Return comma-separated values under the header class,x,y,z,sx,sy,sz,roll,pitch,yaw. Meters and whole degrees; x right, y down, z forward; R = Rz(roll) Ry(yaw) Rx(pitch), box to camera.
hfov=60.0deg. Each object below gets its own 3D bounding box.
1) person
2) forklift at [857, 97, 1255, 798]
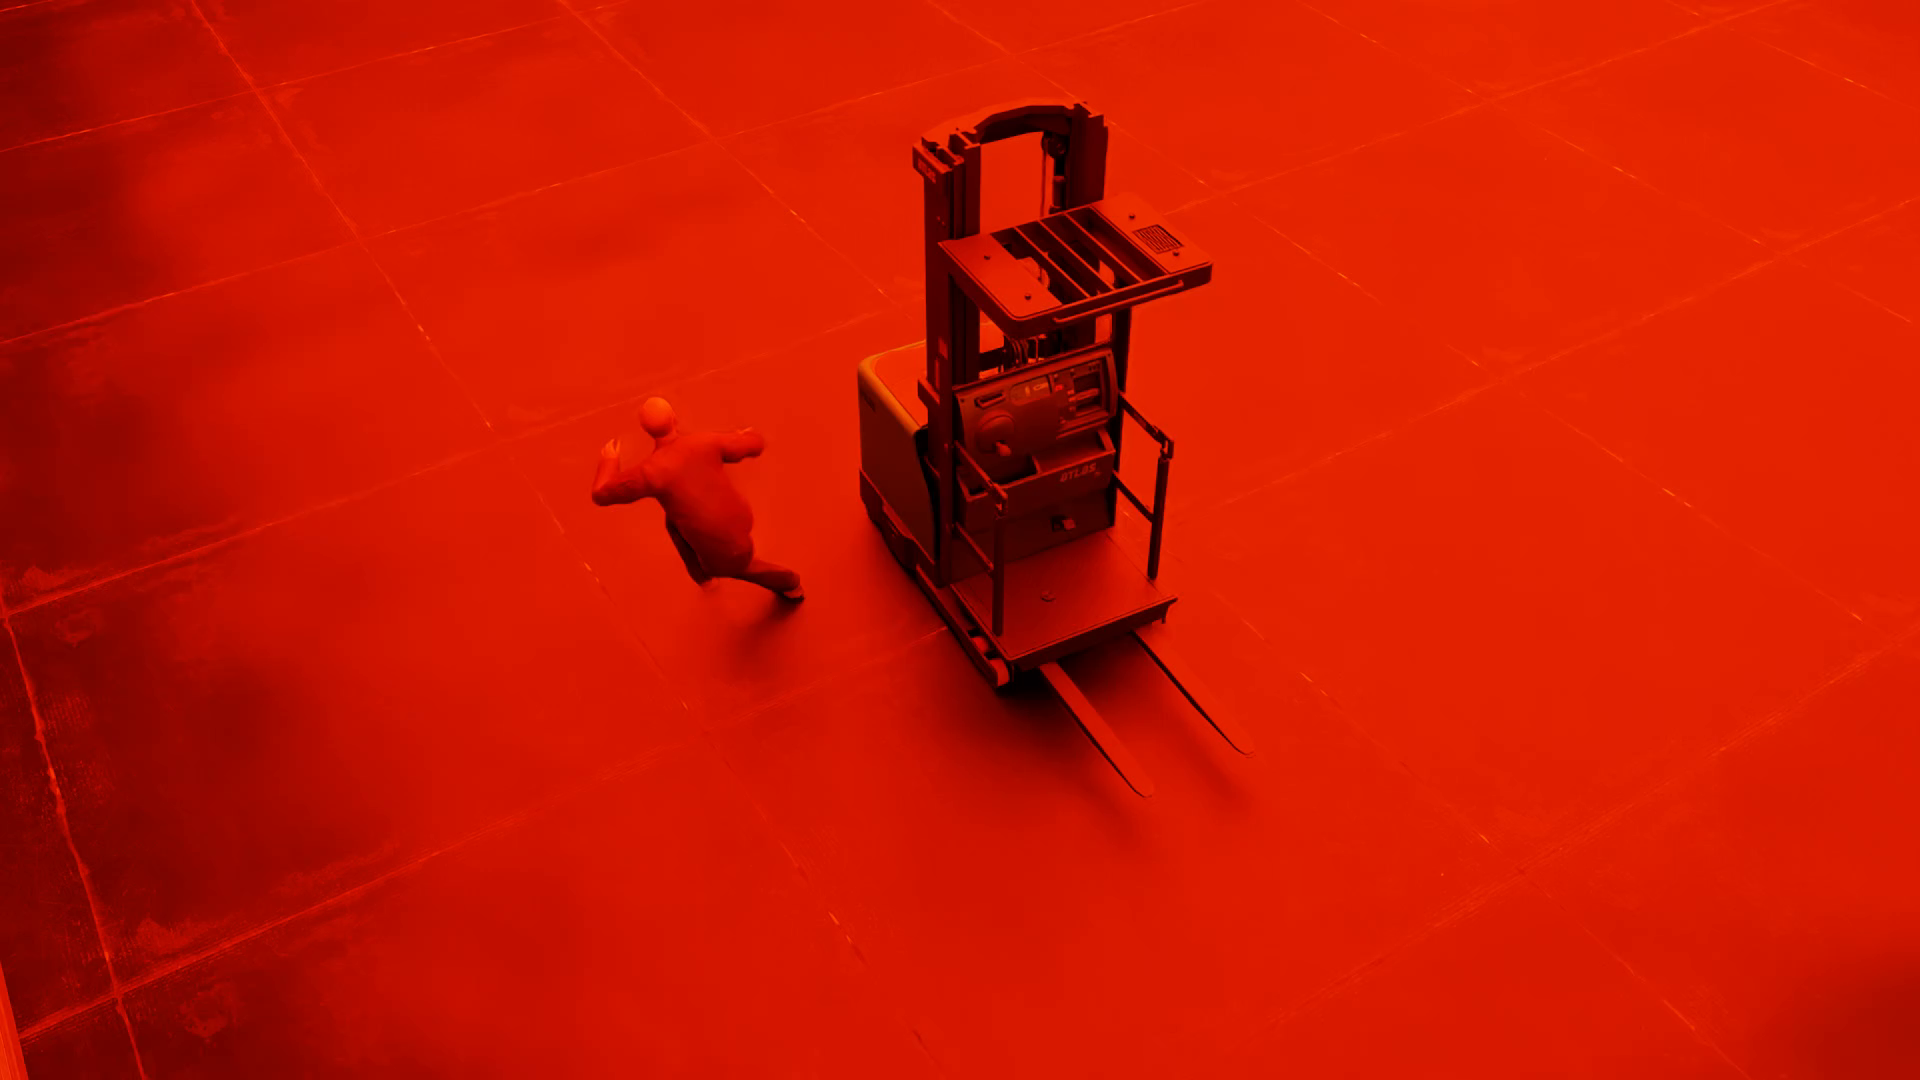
class,x,y,z,sx,sy,sz,roll,pitch,yaw
person,-1.463,-0.208,9.161,0.932,1.539,1.043,22,46,23
forklift,0.514,-0.634,8.597,1.130,2.935,3.031,-19,45,-21
